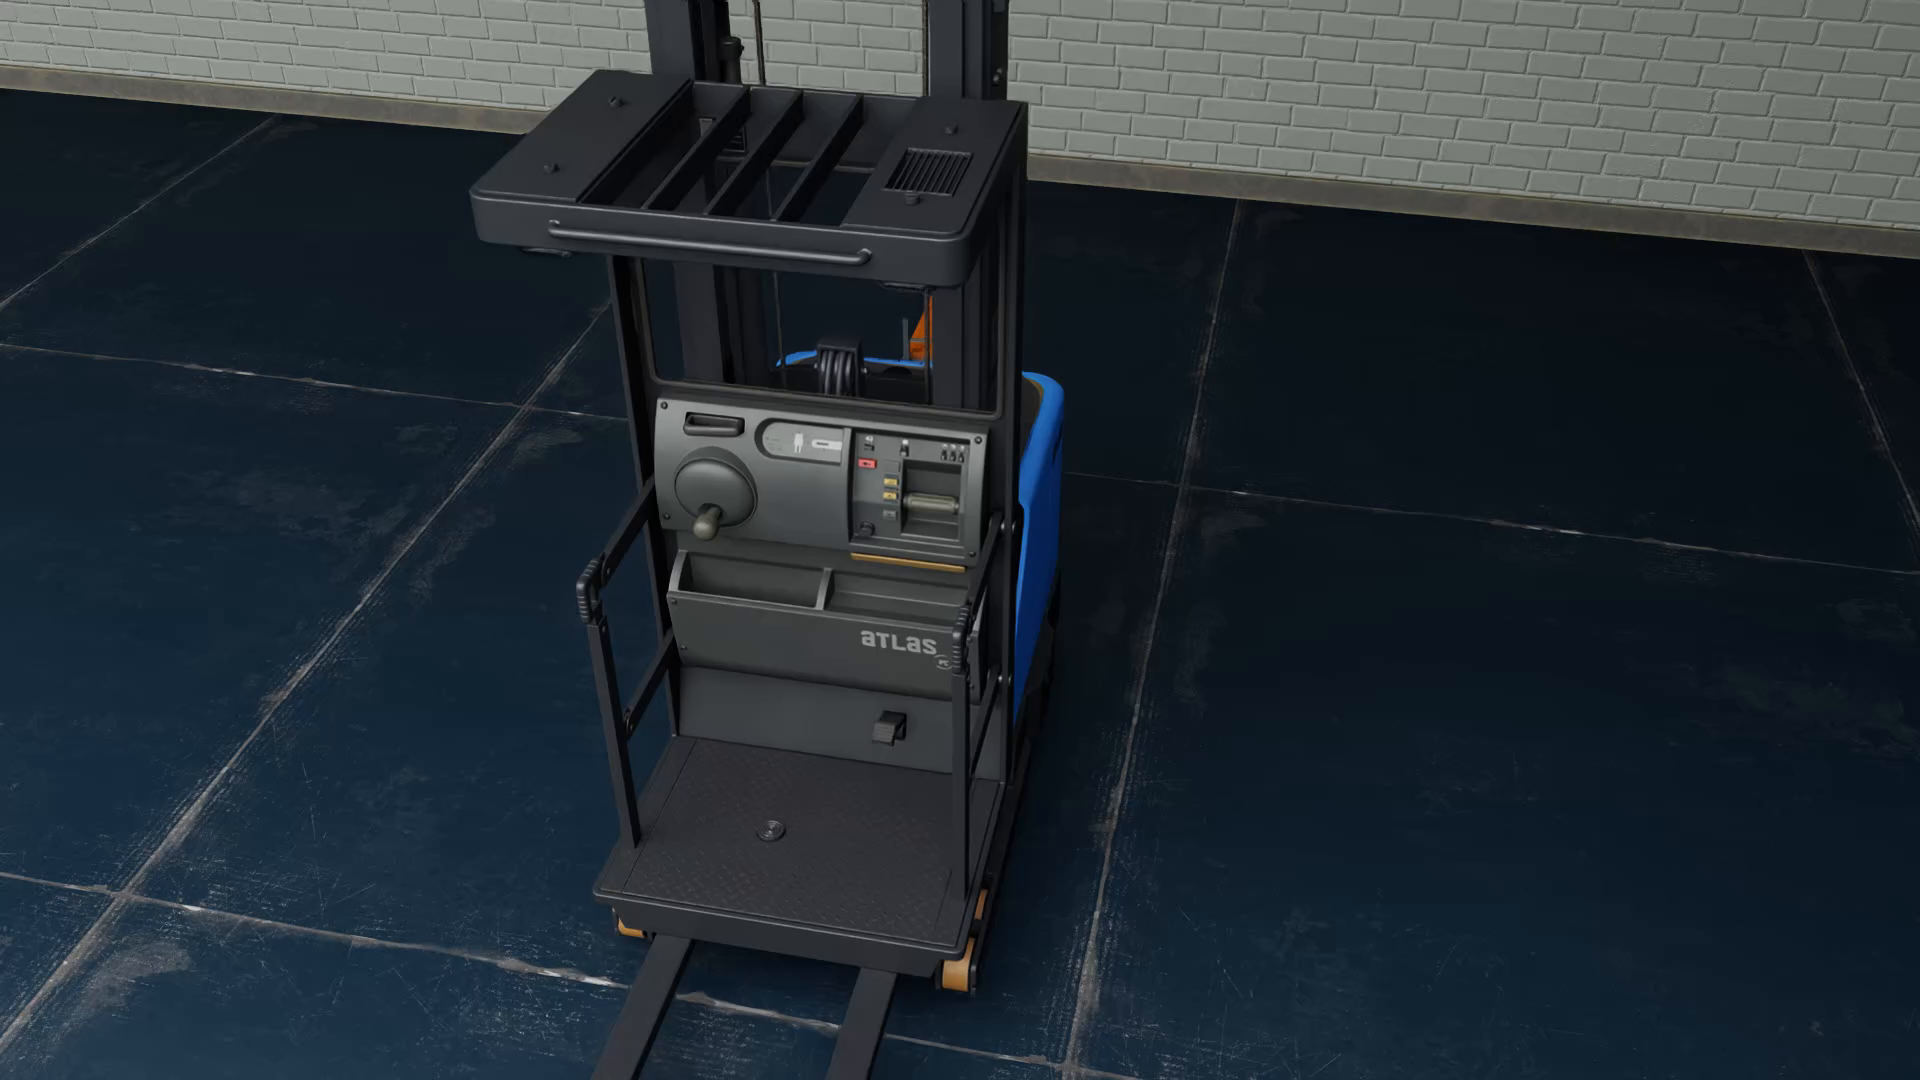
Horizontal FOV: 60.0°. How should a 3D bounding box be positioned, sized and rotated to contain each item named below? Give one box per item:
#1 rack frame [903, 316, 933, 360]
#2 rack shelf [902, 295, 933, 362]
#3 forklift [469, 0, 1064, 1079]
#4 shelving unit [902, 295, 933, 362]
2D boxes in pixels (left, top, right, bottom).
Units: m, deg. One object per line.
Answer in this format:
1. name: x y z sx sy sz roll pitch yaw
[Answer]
1. rack frame: -0.079 -0.274 6.106 0.240 1.200 0.015 7 37 9
2. rack shelf: -0.029 -0.732 6.069 0.258 0.148 0.480 7 37 9
3. forklift: -0.429 -0.097 4.386 1.130 2.935 3.031 7 37 9
4. shelving unit: -0.029 -0.414 6.299 0.258 1.200 0.503 7 37 9
